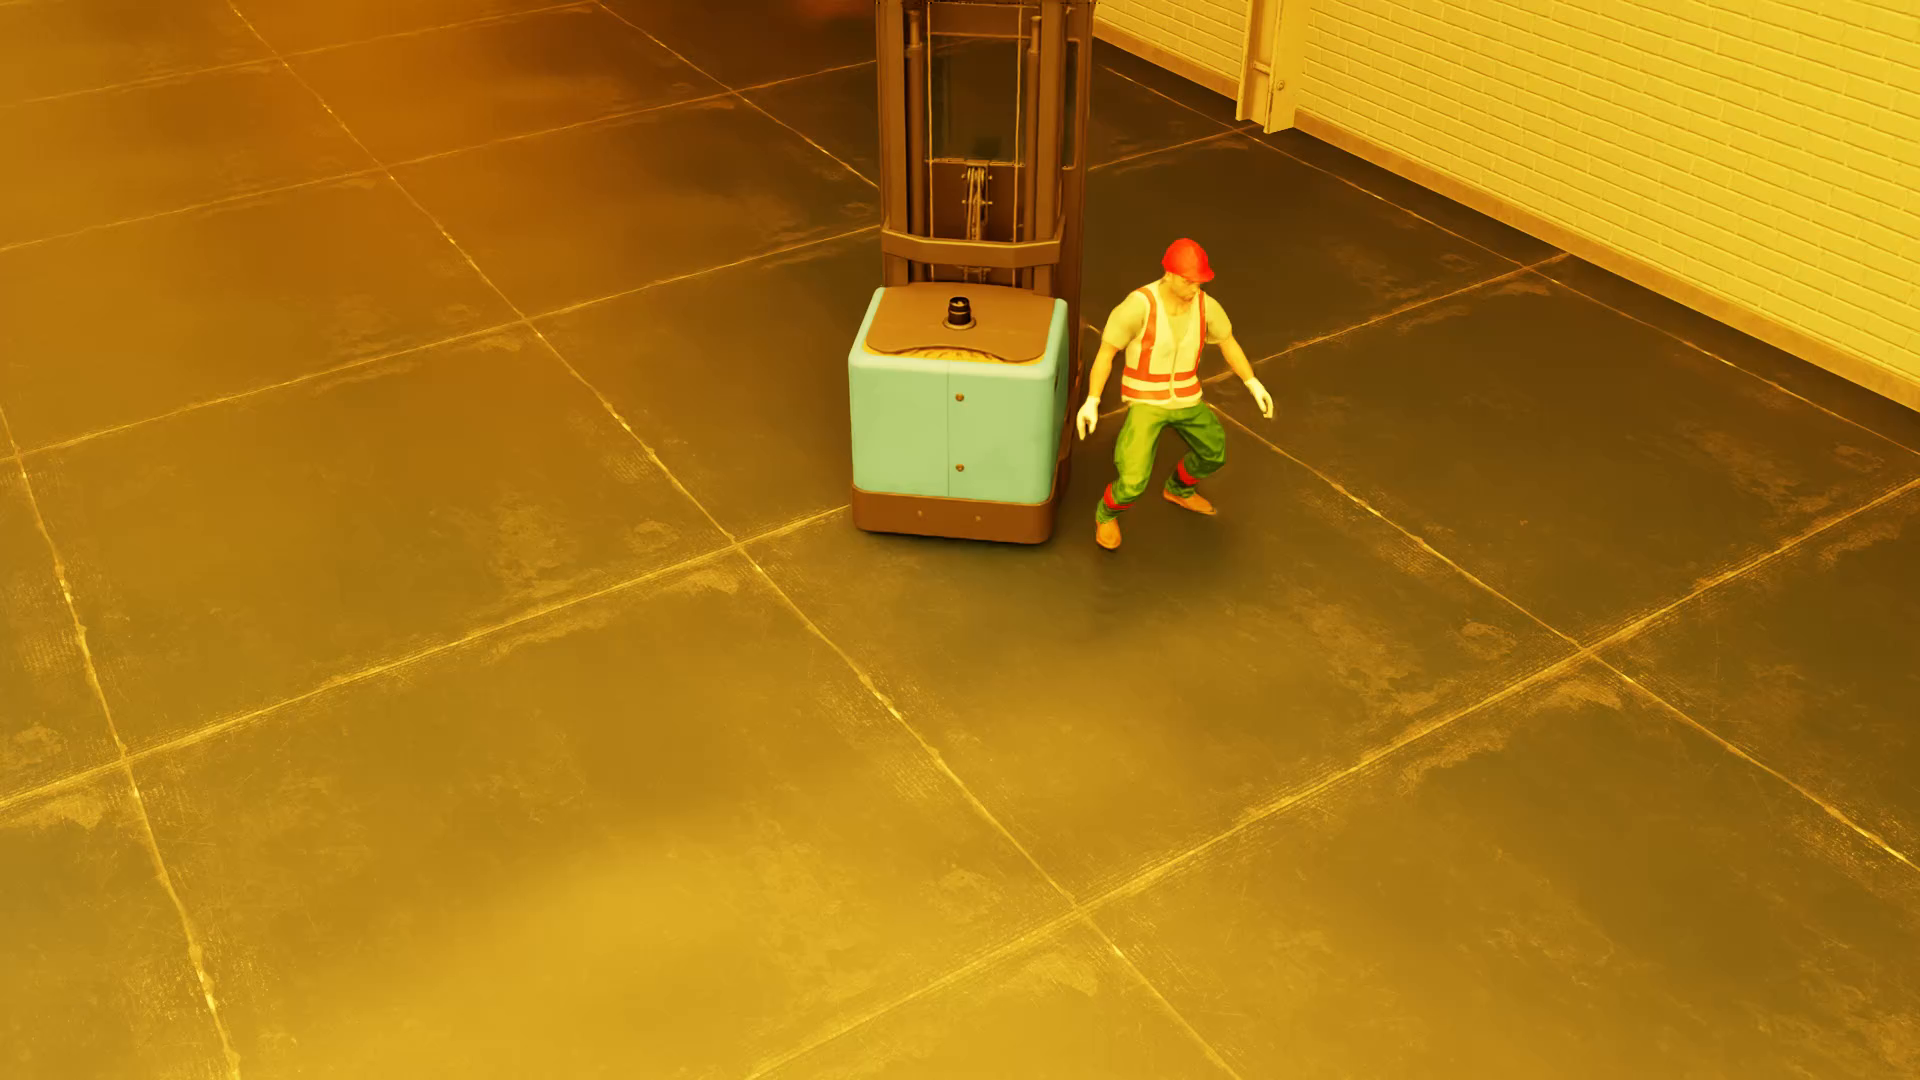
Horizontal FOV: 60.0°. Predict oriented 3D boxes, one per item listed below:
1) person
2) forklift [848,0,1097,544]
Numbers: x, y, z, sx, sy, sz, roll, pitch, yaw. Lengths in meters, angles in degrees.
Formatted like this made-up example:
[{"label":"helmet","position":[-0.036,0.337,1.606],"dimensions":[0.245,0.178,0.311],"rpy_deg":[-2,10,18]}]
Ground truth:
[{"label":"person","position":[1.046,-0.712,8.298],"dimensions":[0.985,1.668,0.644],"rpy_deg":[-11,37,-15]},{"label":"forklift","position":[0.156,-2.016,9.017],"dimensions":[1.130,2.935,3.031],"rpy_deg":[5,35,7]}]
